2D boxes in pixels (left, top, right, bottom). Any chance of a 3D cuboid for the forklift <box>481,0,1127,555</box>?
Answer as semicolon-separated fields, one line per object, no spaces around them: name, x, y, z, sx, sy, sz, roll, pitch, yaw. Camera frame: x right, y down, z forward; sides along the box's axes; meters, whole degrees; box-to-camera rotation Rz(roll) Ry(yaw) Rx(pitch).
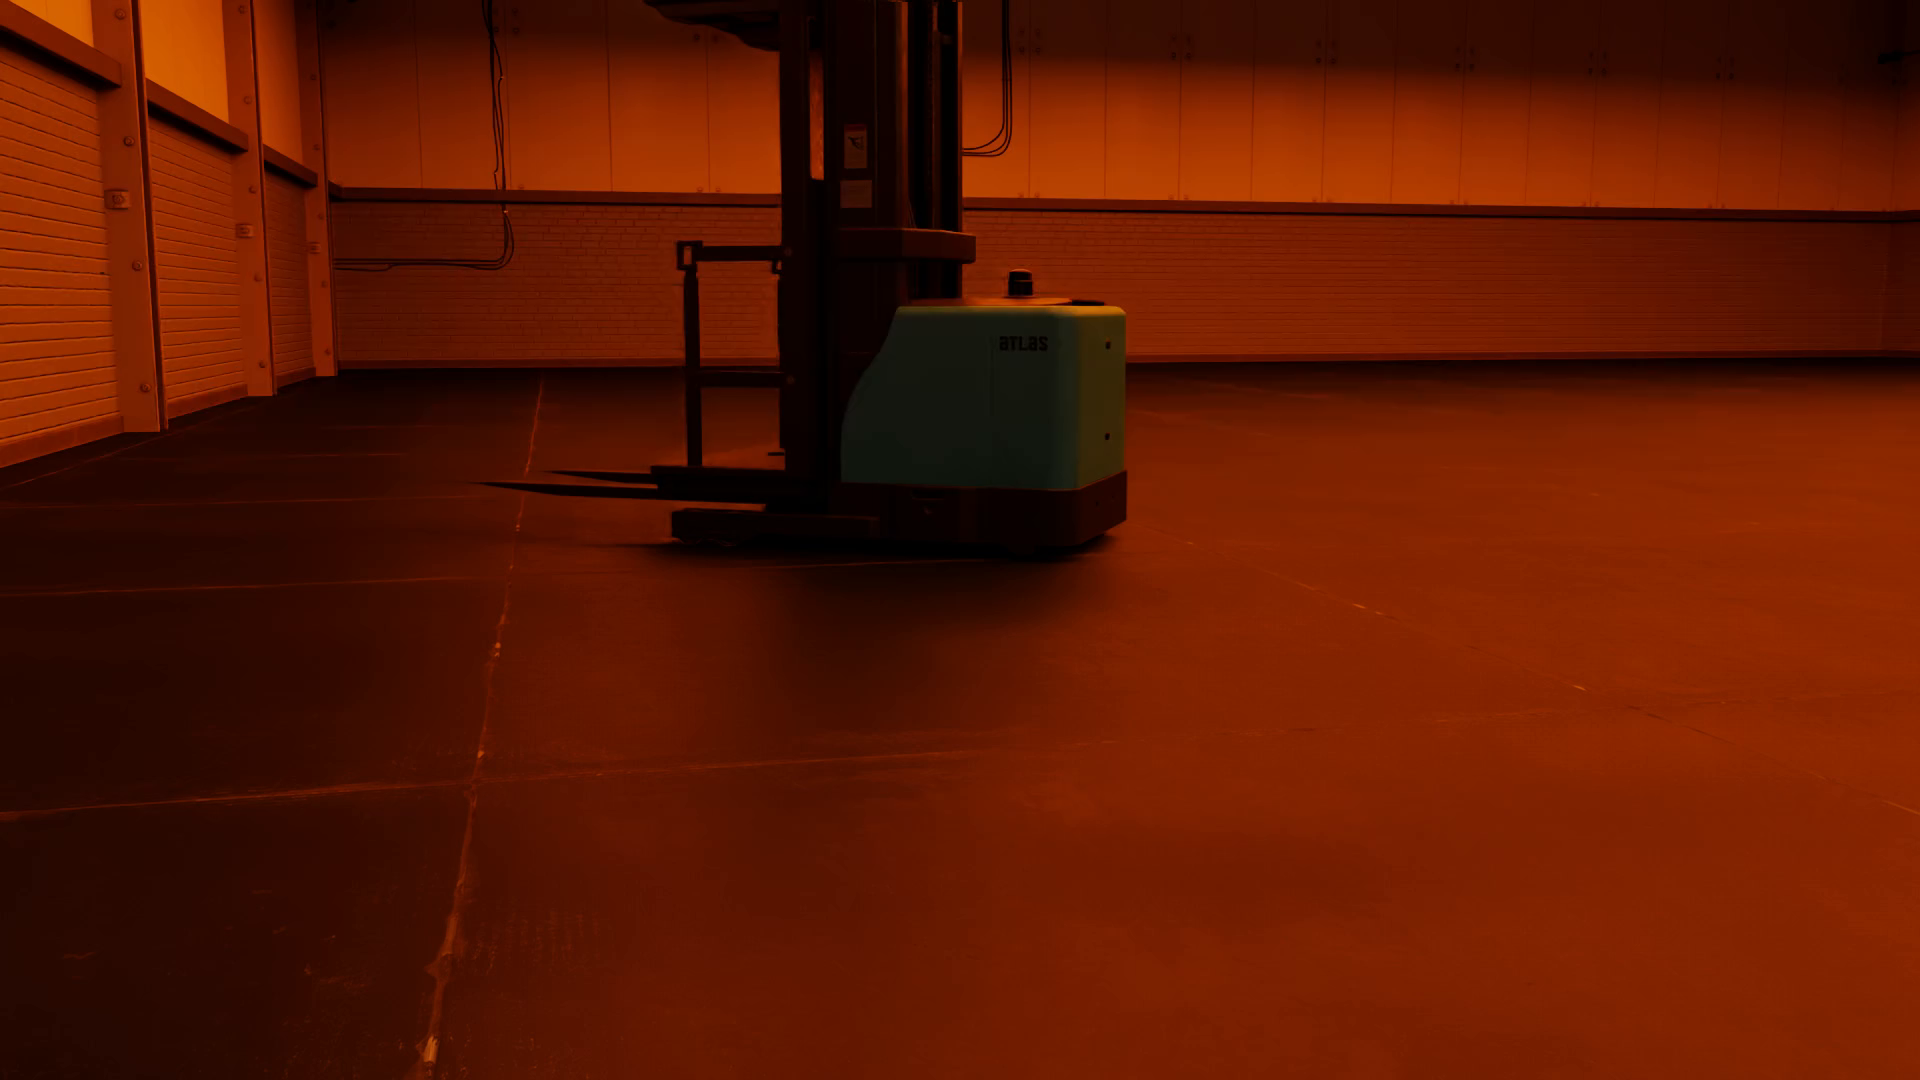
forklift;-0.787;-1.484;7.735;3.031;2.935;1.130;3;8;18
